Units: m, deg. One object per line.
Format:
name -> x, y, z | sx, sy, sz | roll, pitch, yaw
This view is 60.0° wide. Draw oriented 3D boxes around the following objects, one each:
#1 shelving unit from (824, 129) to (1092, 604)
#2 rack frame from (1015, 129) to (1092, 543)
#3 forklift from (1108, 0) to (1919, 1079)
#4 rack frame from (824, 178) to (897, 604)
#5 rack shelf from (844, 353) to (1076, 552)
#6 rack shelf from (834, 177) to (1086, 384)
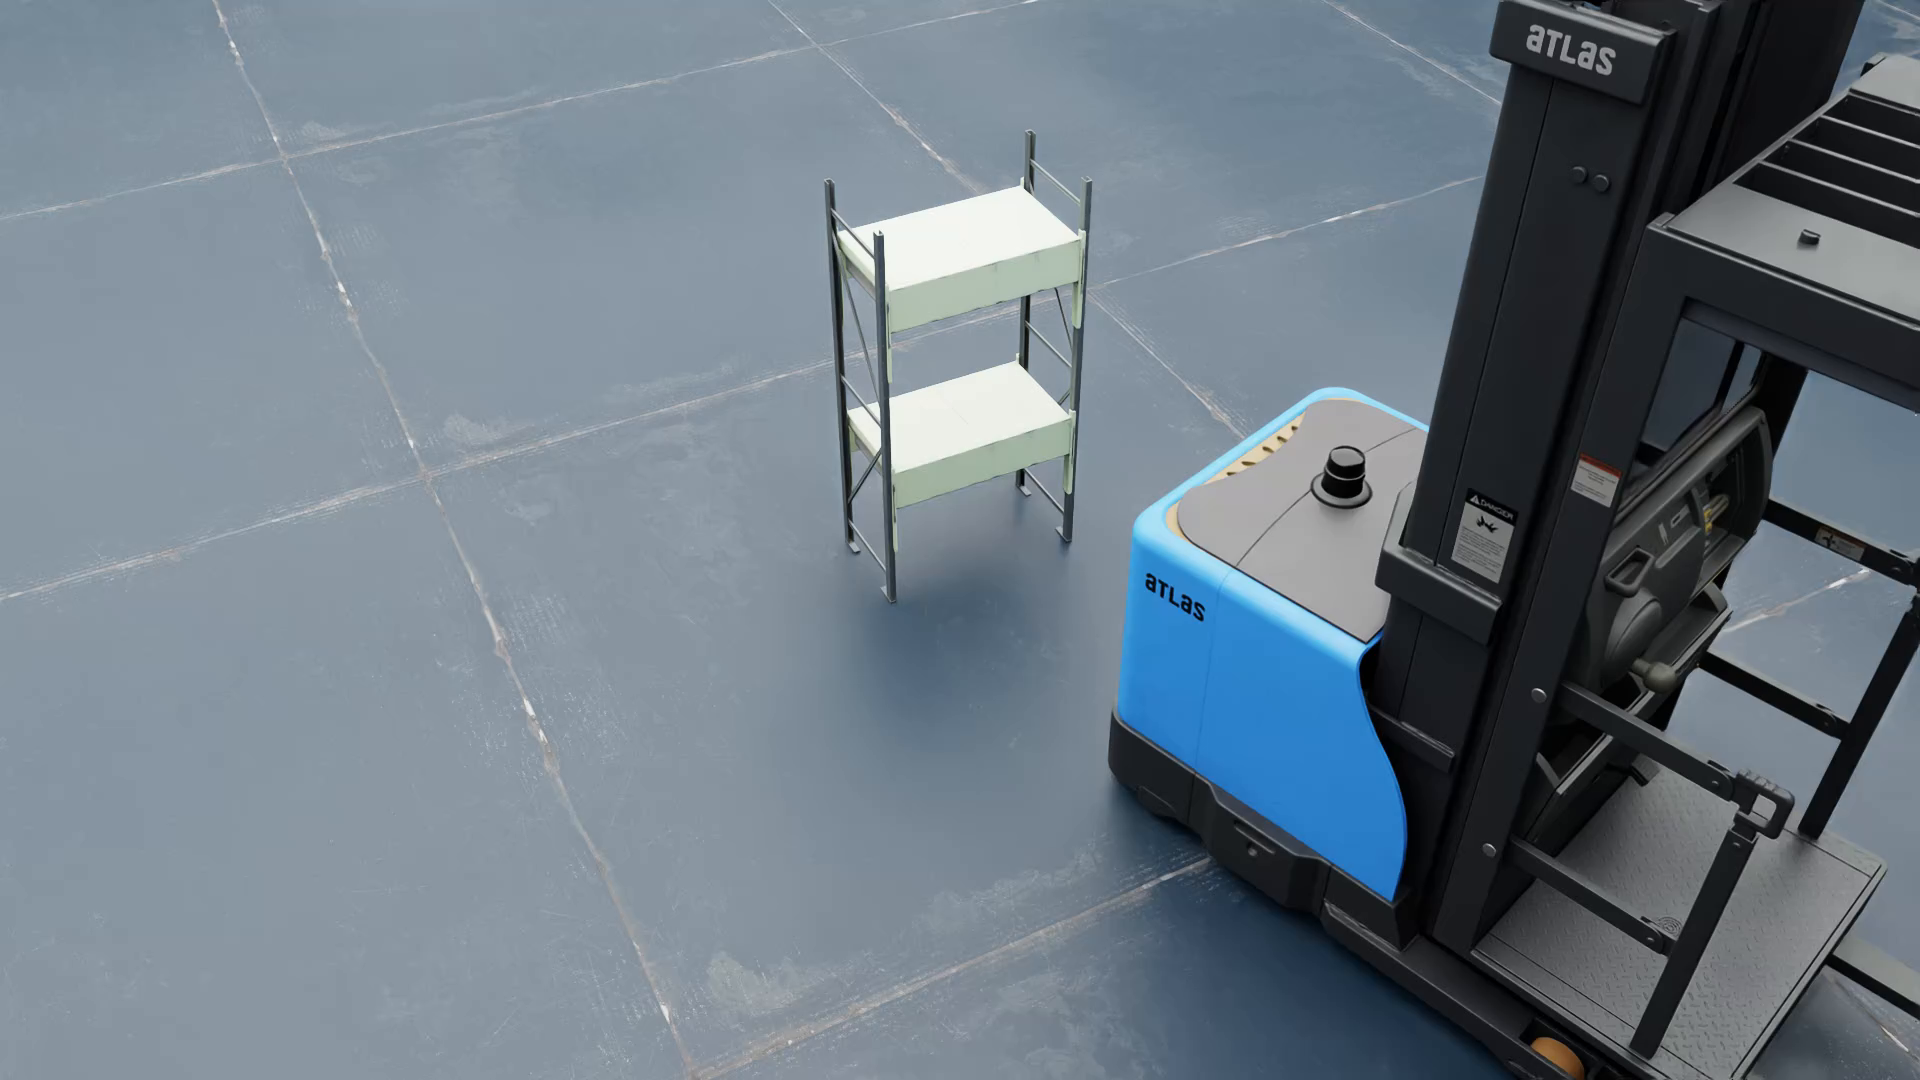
shelving unit -> -0.006, -0.570, 5.763 | 0.755, 1.500, 0.431 | -19, 44, -21
rack frame -> 0.319, -0.680, 5.892 | 0.023, 1.500, 0.400 | -19, 44, -21
forklift -> 1.873, 0.090, 3.875 | 3.031, 2.935, 1.130 | 33, 50, 32
rack frame -> -0.331, -0.461, 5.634 | 0.023, 1.500, 0.400 | -19, 44, -21
rack shelf -> -0.006, -0.322, 5.974 | 0.720, 0.370, 0.431 | -19, 44, -21
rack shelf -> -0.006, -0.868, 5.511 | 0.720, 0.370, 0.431 | -19, 44, -21
